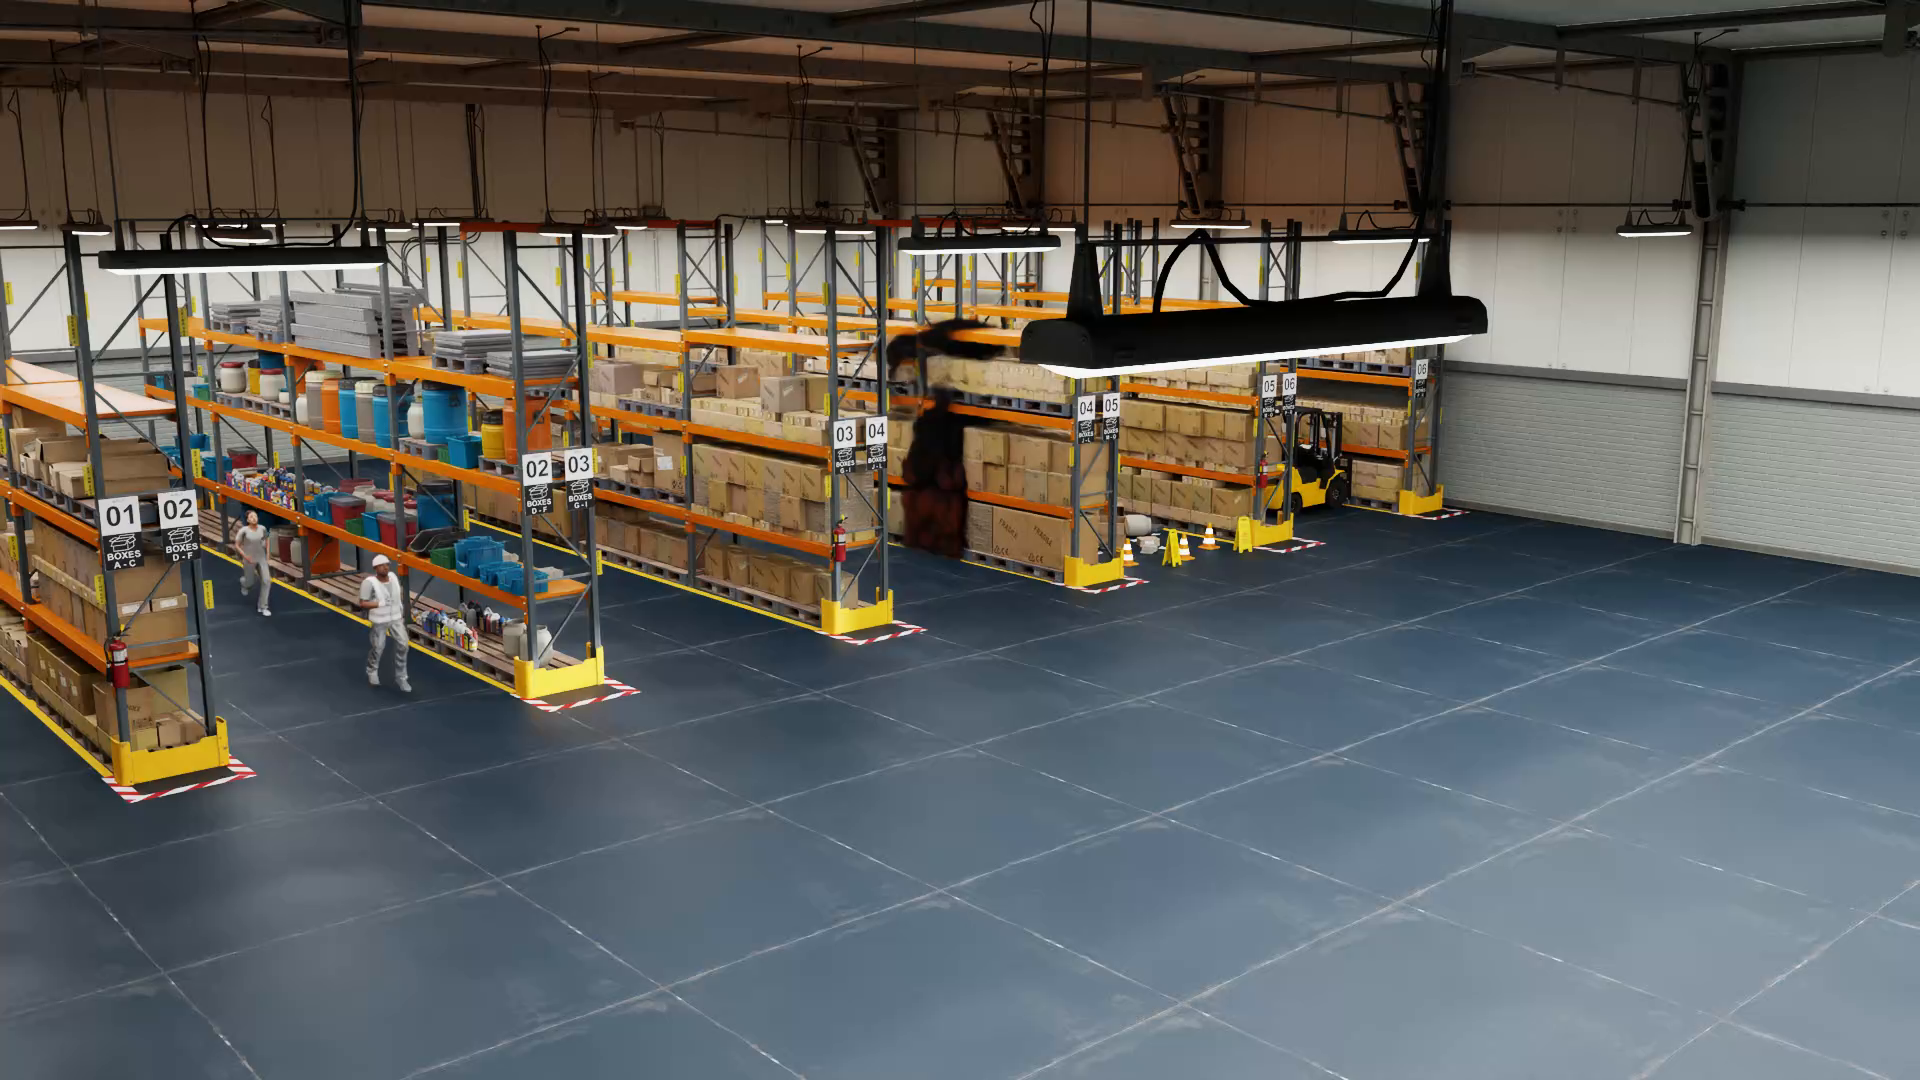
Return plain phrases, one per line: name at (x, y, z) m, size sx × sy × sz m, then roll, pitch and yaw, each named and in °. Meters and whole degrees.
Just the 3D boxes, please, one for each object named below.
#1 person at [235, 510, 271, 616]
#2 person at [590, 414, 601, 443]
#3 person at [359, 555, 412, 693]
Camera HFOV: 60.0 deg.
person at (-11.120, 0.331, 26.216) m, size 0.553 × 1.640 × 0.924 m, roll -9°, pitch 14°, yaw -37°
person at (-8.431, -2.063, 37.641) m, size 0.688 × 1.797 × 0.843 m, roll -9°, pitch 14°, yaw -36°
person at (-7.581, 1.099, 21.903) m, size 0.785 × 1.850 × 0.704 m, roll 10°, pitch 15°, yaw 41°
